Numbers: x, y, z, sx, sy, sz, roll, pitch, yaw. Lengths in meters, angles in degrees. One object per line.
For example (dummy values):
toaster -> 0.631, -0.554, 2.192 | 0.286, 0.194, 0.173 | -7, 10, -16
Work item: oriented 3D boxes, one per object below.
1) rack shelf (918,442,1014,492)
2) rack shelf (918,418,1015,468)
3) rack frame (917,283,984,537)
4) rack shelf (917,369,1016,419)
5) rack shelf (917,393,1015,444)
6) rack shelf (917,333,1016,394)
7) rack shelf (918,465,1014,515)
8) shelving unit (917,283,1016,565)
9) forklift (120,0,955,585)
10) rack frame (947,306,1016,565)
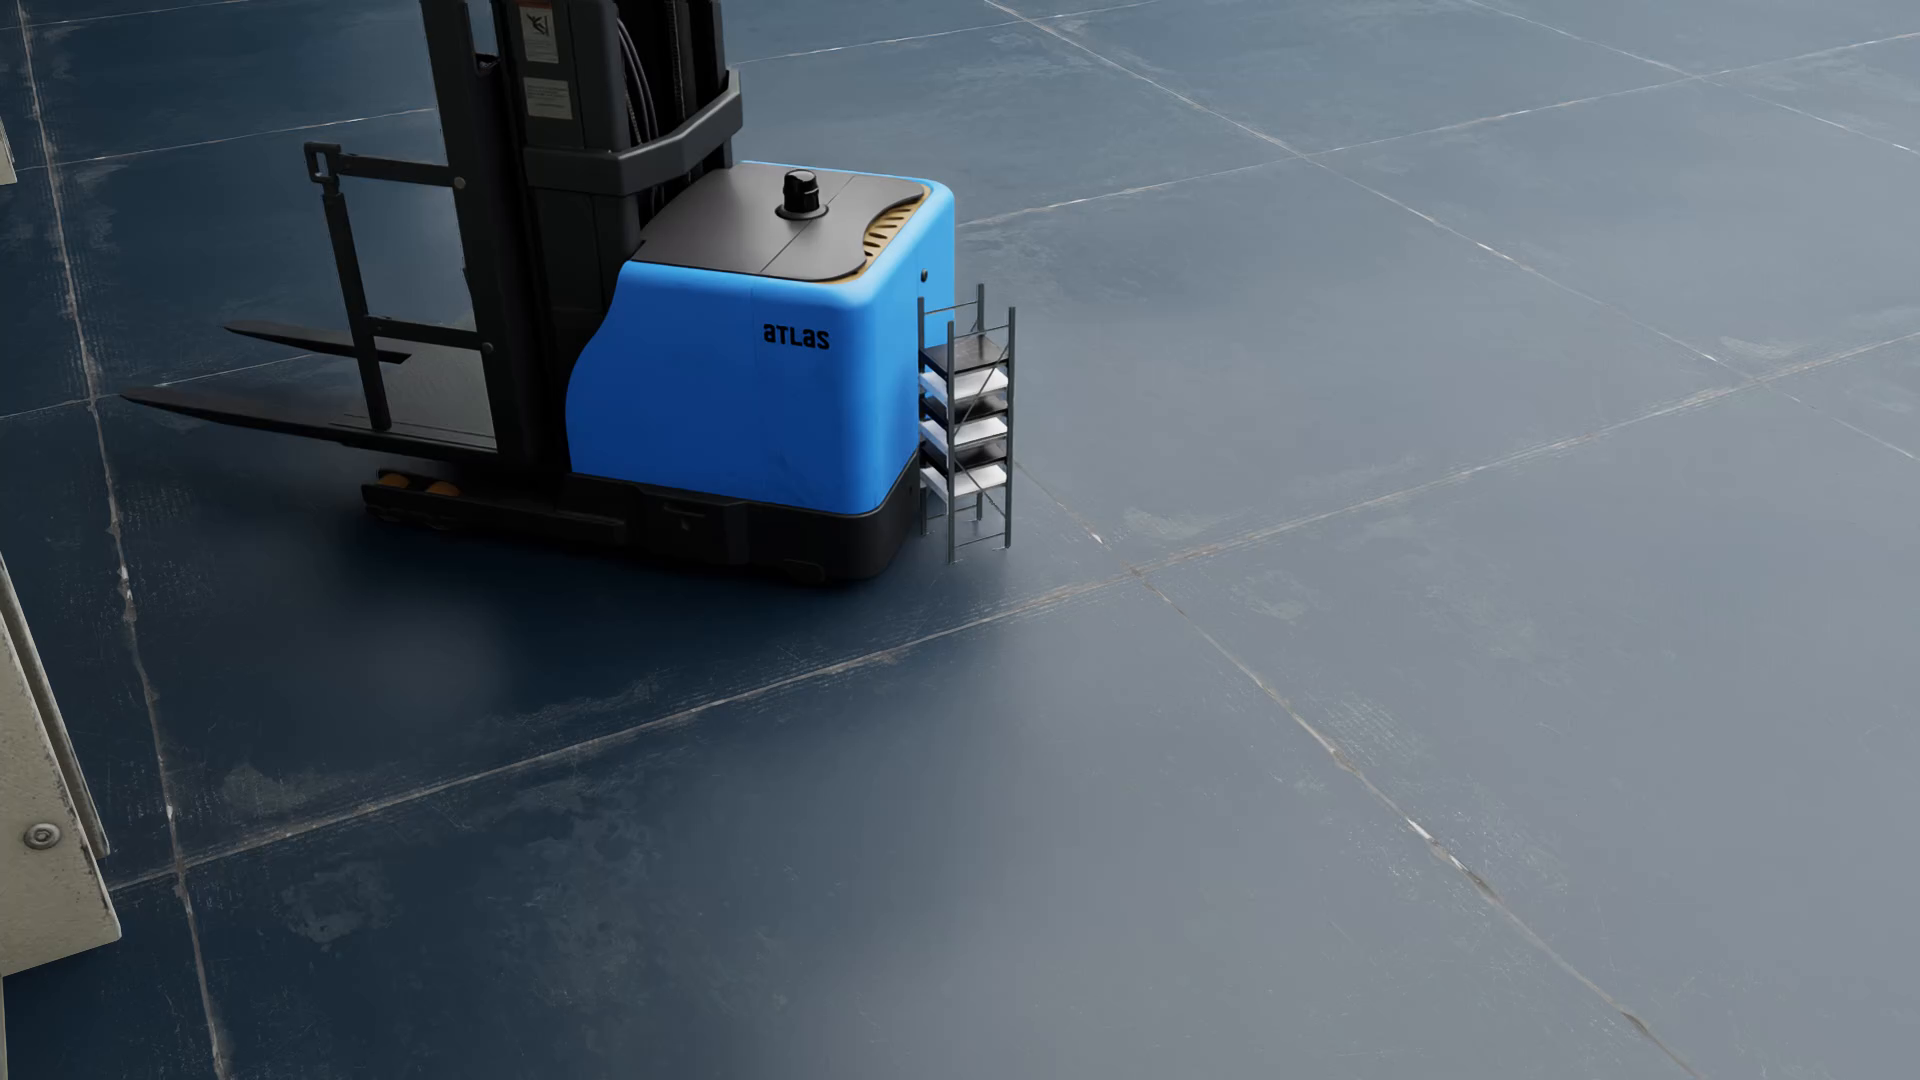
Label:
rack shelf -> 0.020, -0.269, 5.565 | 0.258, 0.077, 0.200 | -16, 36, -23
rack shelf -> 0.020, -0.345, 5.516 | 0.258, 0.077, 0.200 | -16, 36, -23
rack frame -> -0.028, -0.422, 5.574 | 0.240, 0.900, 0.006 | -16, 36, -23
rack shelf -> 0.020, -0.497, 5.419 | 0.258, 0.077, 0.200 | -16, 36, -23
rack shelf -> 0.020, -0.421, 5.468 | 0.258, 0.077, 0.200 | -16, 36, -23
rack shelf -> 0.020, -0.572, 5.371 | 0.258, 0.077, 0.200 | -16, 36, -23
rack shelf -> 0.020, -0.194, 5.613 | 0.258, 0.077, 0.200 | -16, 36, -23
shelving unit -> 0.020, -0.373, 5.498 | 0.258, 0.900, 0.210 | -16, 36, -23
forklift -> -1.580, -1.530, 5.422 | 3.031, 2.935, 1.130 | 9, 34, 14
rack frame -> 0.068, -0.325, 5.423 | 0.240, 0.900, 0.006 | -16, 36, -23
